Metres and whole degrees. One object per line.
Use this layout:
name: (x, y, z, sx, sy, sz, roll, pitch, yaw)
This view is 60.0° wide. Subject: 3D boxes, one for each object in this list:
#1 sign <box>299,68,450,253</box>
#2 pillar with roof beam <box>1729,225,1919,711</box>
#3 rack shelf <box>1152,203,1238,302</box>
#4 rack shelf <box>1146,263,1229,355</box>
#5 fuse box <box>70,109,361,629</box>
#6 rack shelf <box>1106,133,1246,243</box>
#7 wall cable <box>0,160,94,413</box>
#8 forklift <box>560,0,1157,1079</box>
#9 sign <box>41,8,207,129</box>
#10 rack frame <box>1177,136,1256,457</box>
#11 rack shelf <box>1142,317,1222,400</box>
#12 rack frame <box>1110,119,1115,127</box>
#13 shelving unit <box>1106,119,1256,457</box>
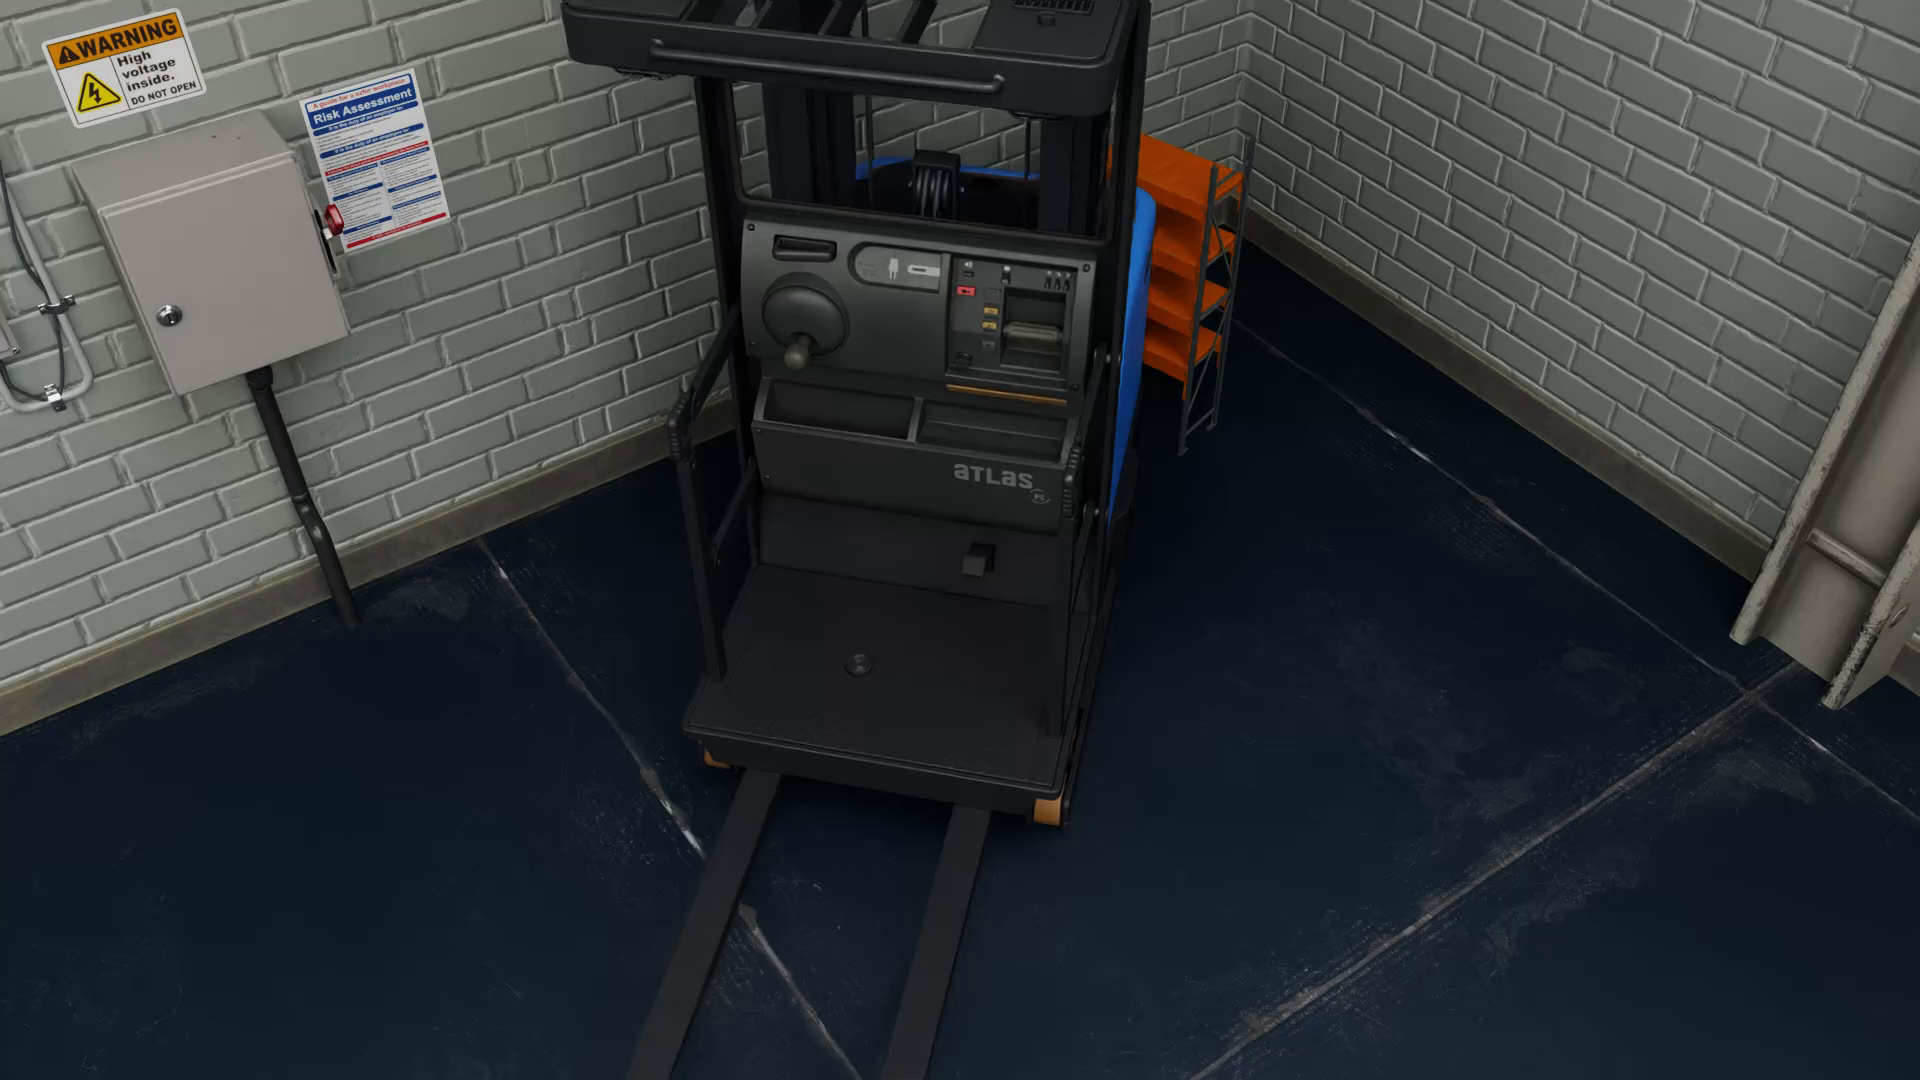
sign: (-1.674, -1.086, 4.784, 0.329, 0.494, 0.001, -26, 49, -24)
pillar with roof beam: (-0.787, -1.192, 0.482, 9.100, 9.000, 0.400, -26, 49, -24)
rack shelf: (0.687, -1.025, 5.728, 0.480, 0.148, 0.258, 30, 51, 27)
rack shelf: (0.687, -0.863, 5.883, 0.480, 0.148, 0.258, 30, 51, 27)
fuse box: (-1.960, -0.342, 4.869, 0.539, 1.711, 0.414, -26, 49, -24)
rack shelf: (0.687, -1.196, 5.565, 0.480, 0.148, 0.258, 30, 51, 27)
wall cable: (-2.610, -0.995, 3.885, 0.588, 1.984, 0.122, -26, 49, -24)
forklift: (-0.160, -0.513, 4.165, 1.130, 2.935, 3.031, 8, 44, 9)
sign: (-2.124, -1.202, 4.239, 0.339, 0.242, 0.001, -26, 49, -24)
rack frame: (0.875, -0.805, 5.724, 0.015, 1.200, 0.240, 30, 51, 27)
rack shelf: (0.687, -0.720, 6.020, 0.480, 0.148, 0.258, 30, 51, 27)
rack frame: (0.499, -1.019, 5.948, 0.015, 1.200, 0.240, 30, 51, 27)
shelving unit: (0.687, -0.912, 5.836, 0.503, 1.200, 0.258, 30, 51, 27)
